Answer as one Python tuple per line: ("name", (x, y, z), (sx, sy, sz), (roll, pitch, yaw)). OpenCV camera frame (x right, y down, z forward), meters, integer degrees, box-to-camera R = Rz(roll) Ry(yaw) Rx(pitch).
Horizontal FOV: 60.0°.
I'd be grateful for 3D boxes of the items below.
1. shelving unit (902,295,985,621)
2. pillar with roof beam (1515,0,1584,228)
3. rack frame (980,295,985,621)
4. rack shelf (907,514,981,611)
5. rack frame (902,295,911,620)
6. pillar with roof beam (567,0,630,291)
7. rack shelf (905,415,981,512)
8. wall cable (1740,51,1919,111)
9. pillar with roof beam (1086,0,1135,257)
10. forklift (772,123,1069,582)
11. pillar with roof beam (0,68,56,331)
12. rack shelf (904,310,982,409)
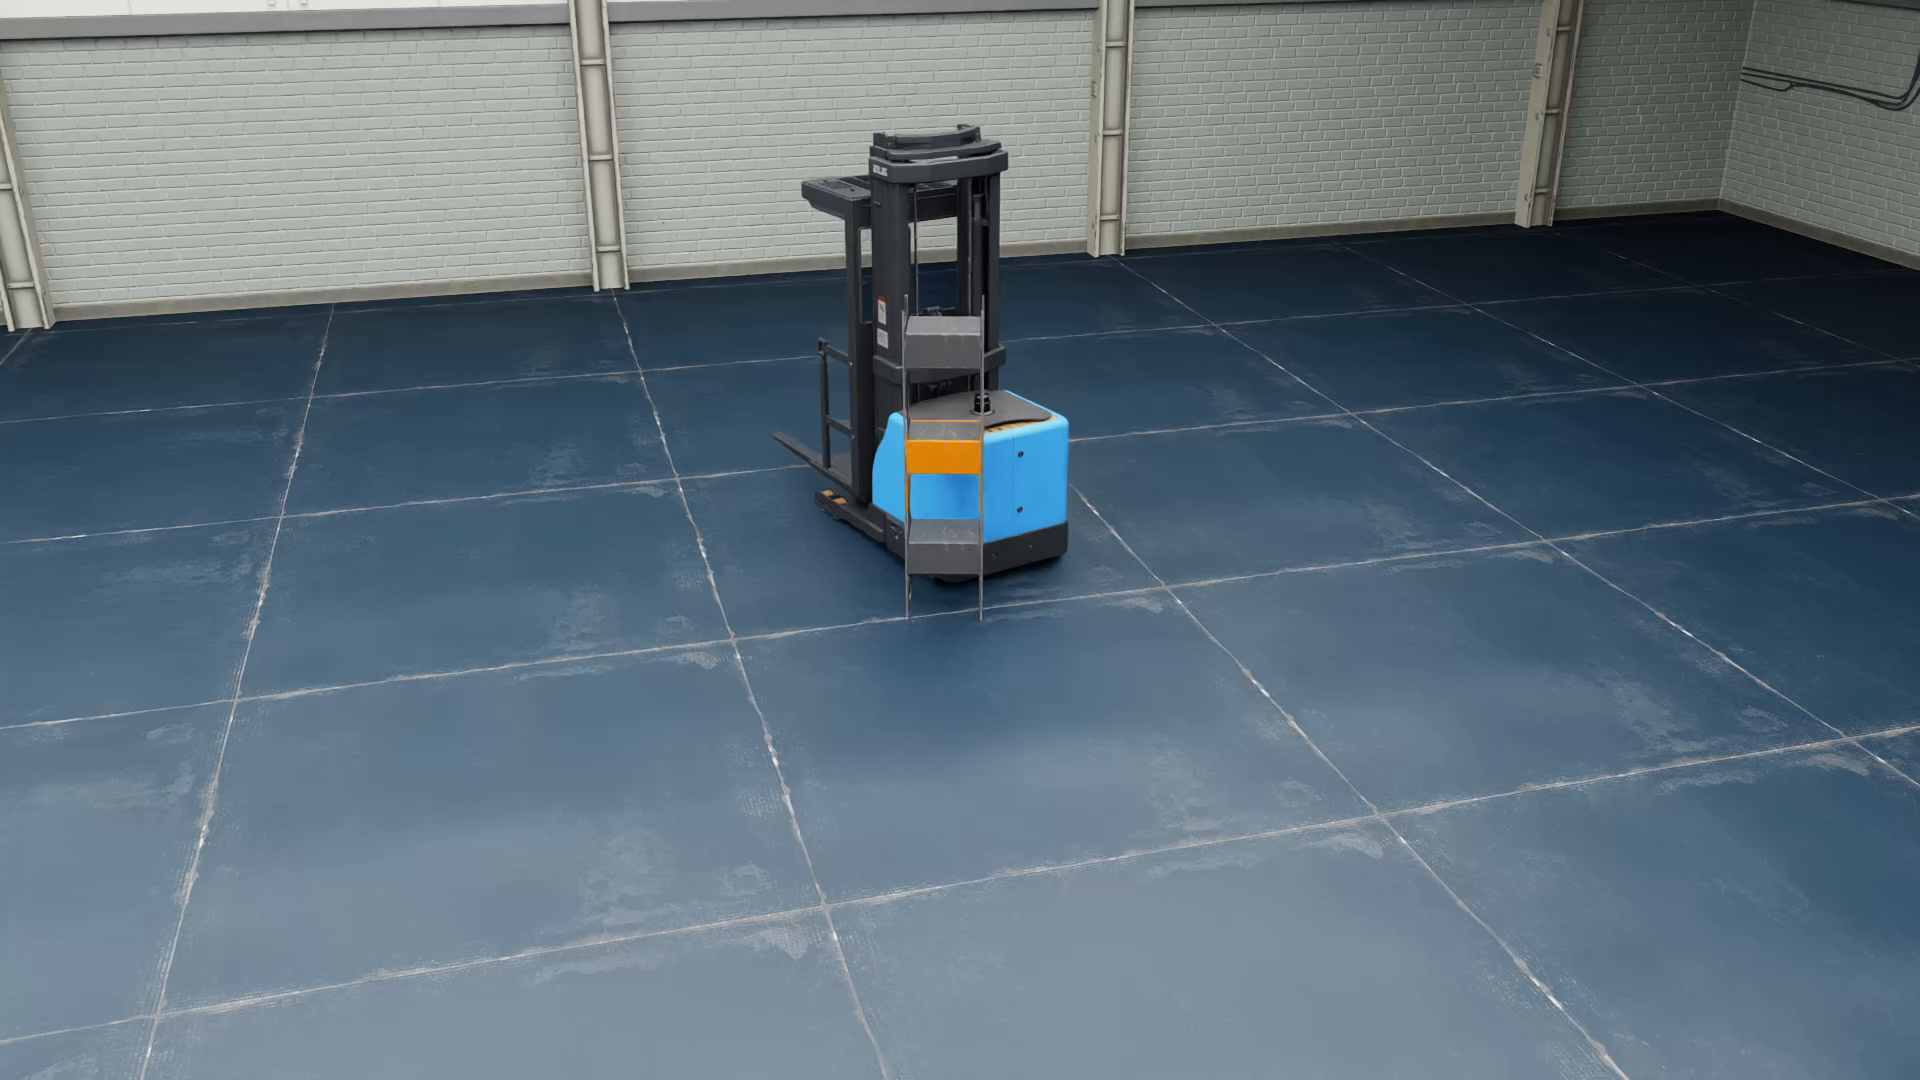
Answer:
("shelving unit", (-0.101, -0.511, 10.779), (0.503, 2.100, 0.431), (1, 23, 1))
("pillar with roof beam", (8.731, -6.673, 16.389), (0.400, 9.000, 9.100), (-6, 24, -14))
("rack frame", (0.143, -0.509, 10.773), (0.015, 2.100, 0.400), (1, 23, 1))
("rack shelf", (-0.101, 0.145, 11.060), (0.480, 0.518, 0.431), (1, 23, 1))
("rack frame", (-0.344, -0.513, 10.784), (0.015, 2.100, 0.400), (1, 23, 1))
("pillar with roof beam", (-2.823, -5.395, 13.410), (0.400, 9.000, 9.100), (-6, 24, -14))
("rack shelf", (-0.101, -0.499, 10.784), (0.480, 0.518, 0.431), (1, 23, 1))
("wall cable", (10.761, -6.692, 20.372), (0.112, 2.526, 3.097), (-6, 24, -14))
("pillar with roof beam", (2.954, -6.034, 14.900), (0.400, 9.000, 9.100), (-6, 24, -14))
("forklift", (-0.451, -1.588, 12.234), (1.130, 2.935, 3.031), (-14, 27, -30))
("pillar with roof beam", (-8.600, -4.755, 11.921), (0.400, 9.000, 9.100), (-6, 24, -14))
("rack shelf", (-0.101, -1.142, 10.508), (0.480, 0.518, 0.431), (1, 23, 1))
